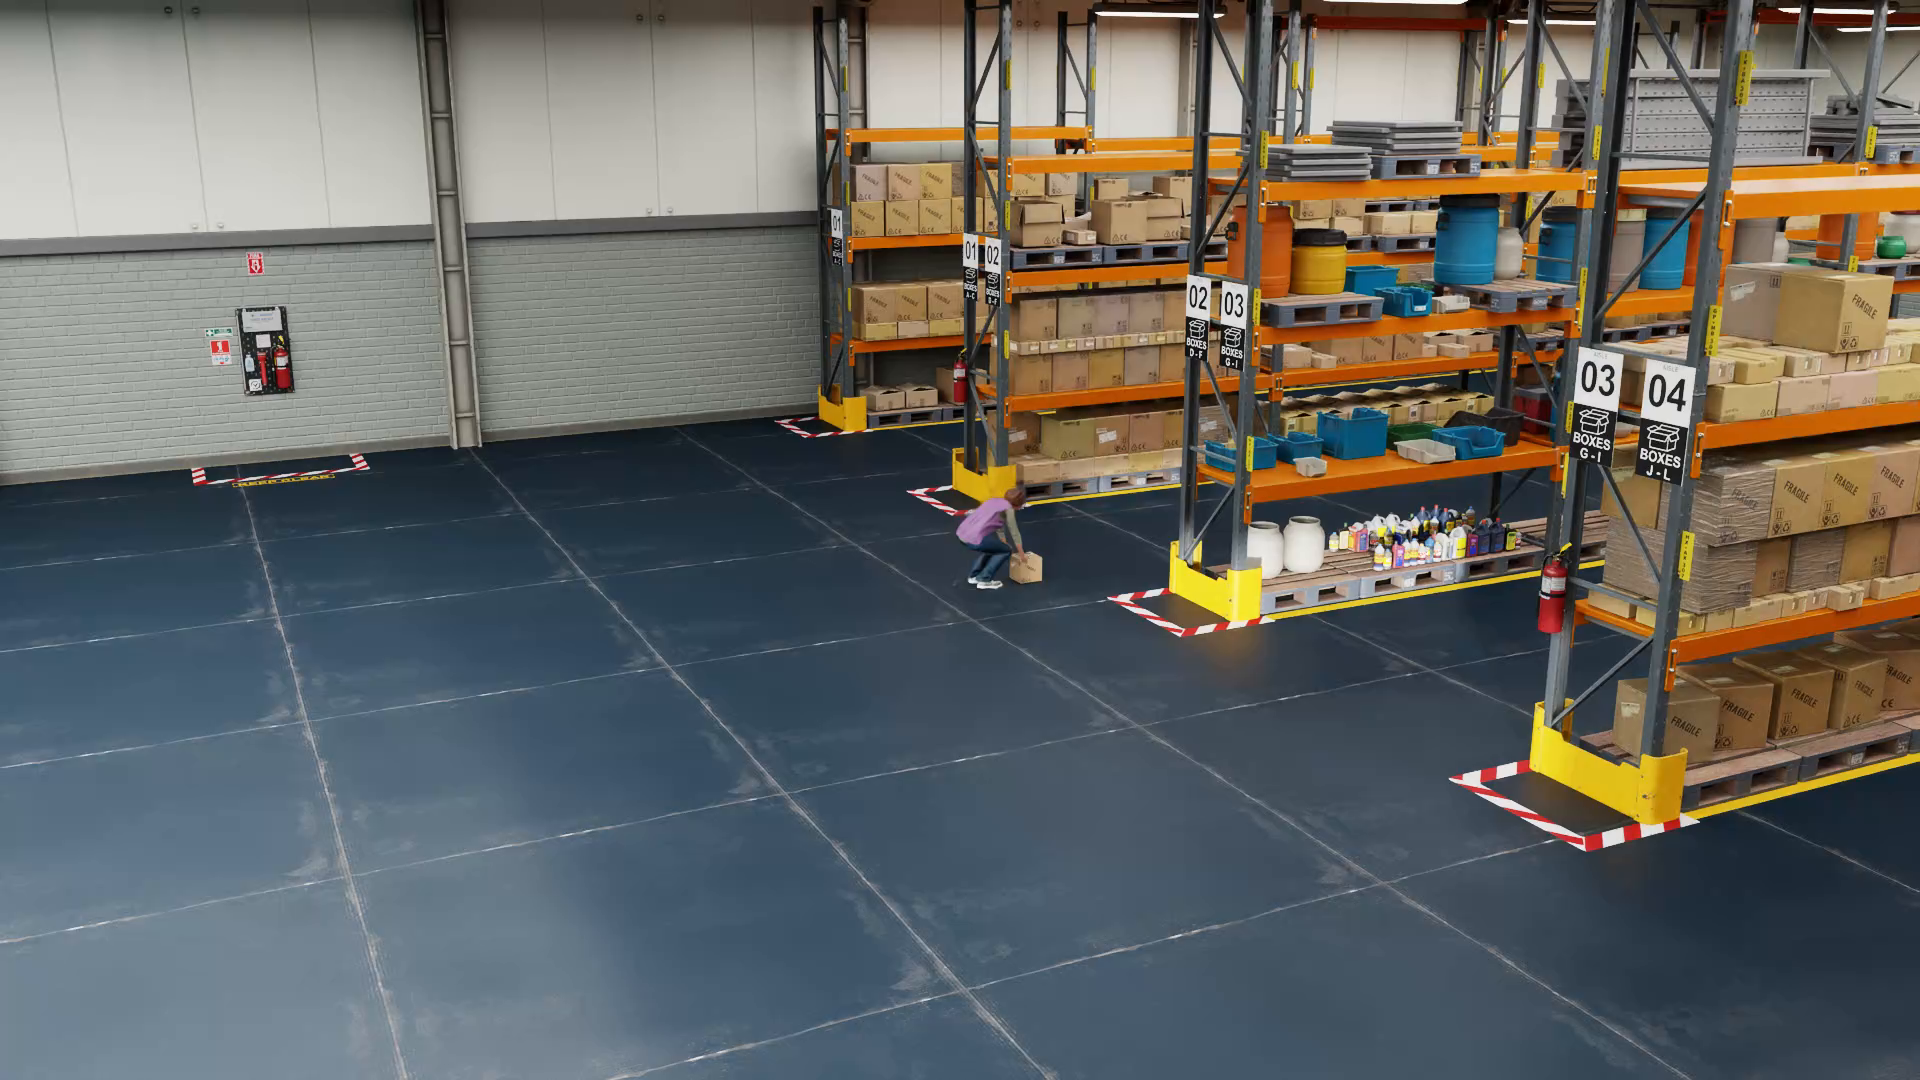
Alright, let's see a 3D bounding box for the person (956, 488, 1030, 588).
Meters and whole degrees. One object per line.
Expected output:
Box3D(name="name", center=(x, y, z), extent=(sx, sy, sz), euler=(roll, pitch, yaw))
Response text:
Box3D(name="person", center=(0.320, -0.008, 16.985), extent=(0.780, 0.948, 0.453), euler=(-7, 17, -25))
